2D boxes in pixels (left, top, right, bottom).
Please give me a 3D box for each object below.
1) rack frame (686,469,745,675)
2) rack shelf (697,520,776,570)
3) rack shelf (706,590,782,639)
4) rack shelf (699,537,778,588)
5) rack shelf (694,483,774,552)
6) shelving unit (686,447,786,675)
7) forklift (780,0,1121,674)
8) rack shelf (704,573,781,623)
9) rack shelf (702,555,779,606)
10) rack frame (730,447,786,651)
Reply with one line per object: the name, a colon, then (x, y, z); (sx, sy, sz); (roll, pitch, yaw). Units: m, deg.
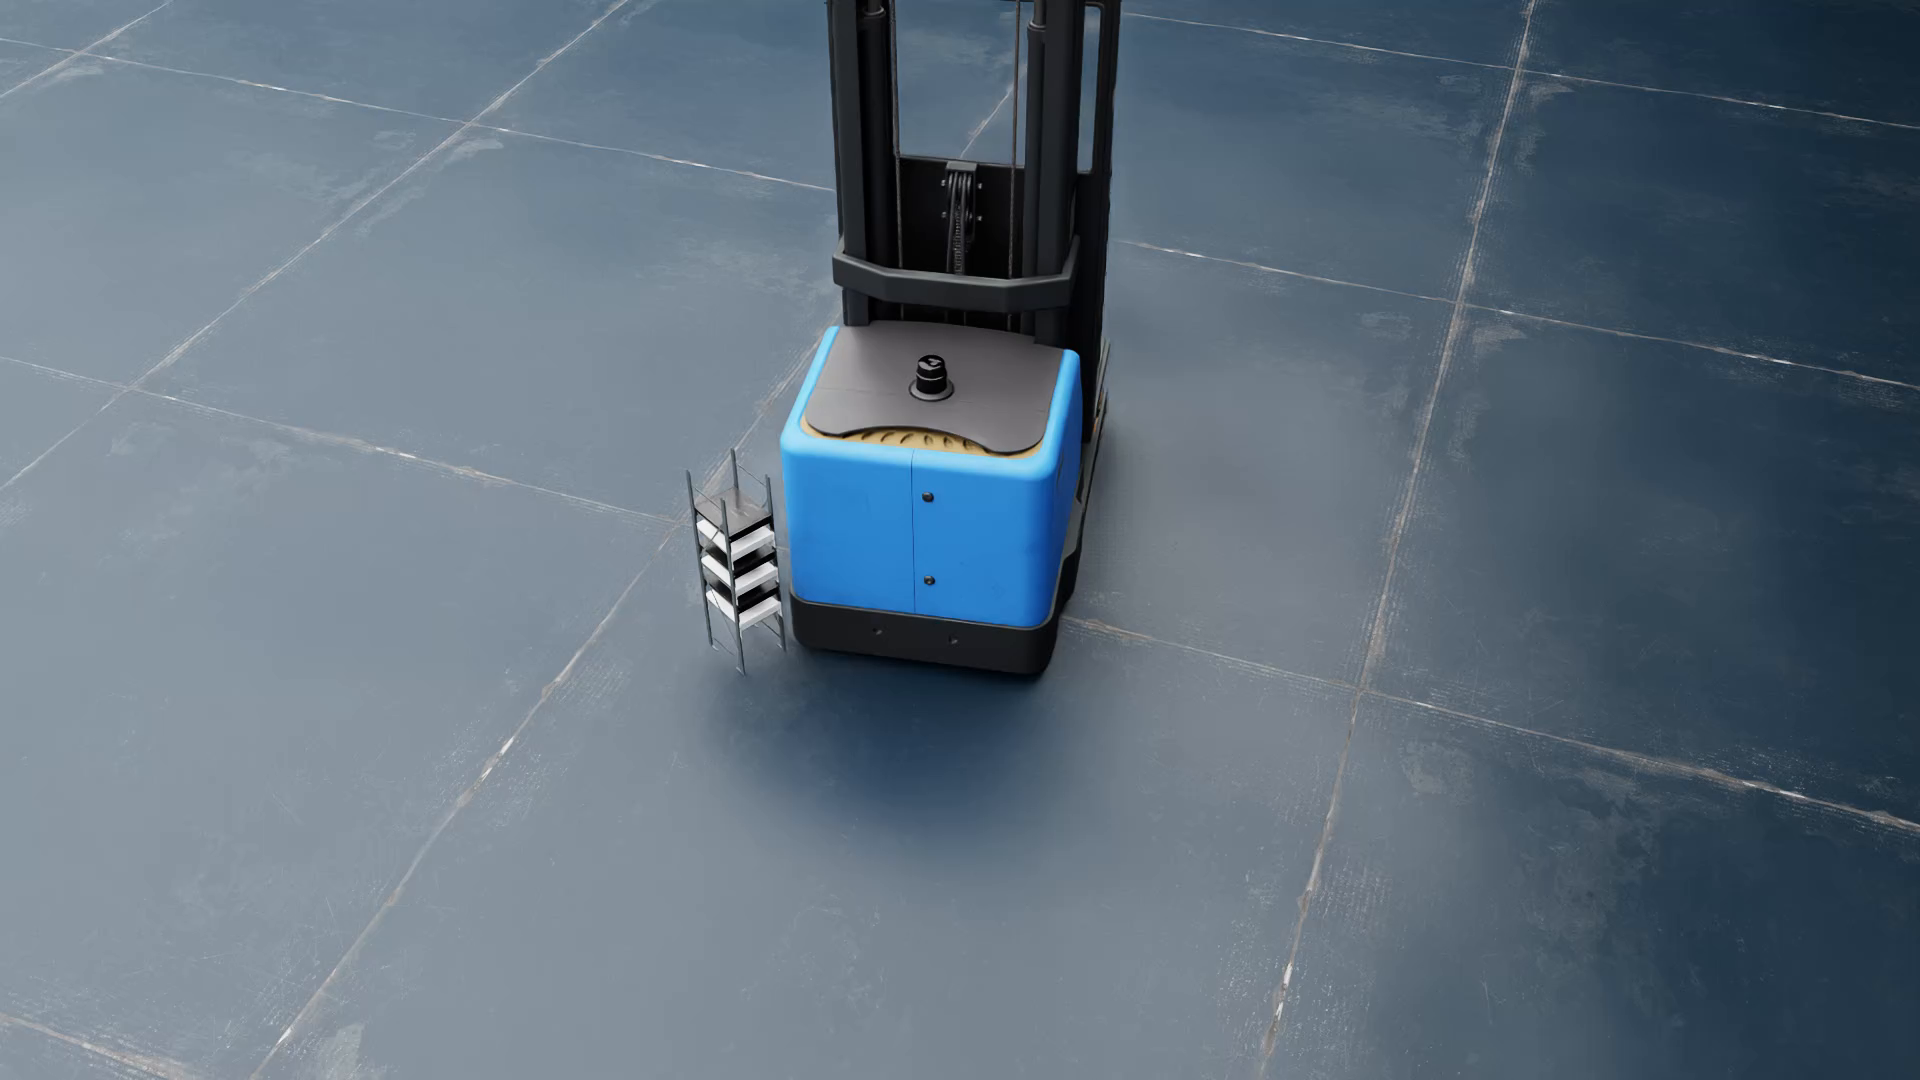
rack frame: (-0.937, 0.138, 6.395); (0.006, 0.900, 0.240); (-30, 49, -30)
rack shelf: (-0.861, -0.017, 6.351); (0.200, 0.077, 0.258); (-30, 49, -30)
rack shelf: (-0.861, 0.256, 6.585); (0.200, 0.077, 0.258); (-30, 49, -30)
rack shelf: (-0.861, 0.051, 6.410); (0.200, 0.077, 0.258); (-30, 49, -30)
rack shelf: (-0.861, -0.086, 6.293); (0.200, 0.077, 0.258); (-30, 49, -30)
shelving unit: (-0.861, 0.094, 6.446); (0.210, 0.900, 0.258); (-30, 49, -30)
forklift: (0.091, -1.551, 6.810); (1.130, 2.935, 3.031); (7, 41, 8)
rack shelf: (-0.861, 0.188, 6.526); (0.200, 0.077, 0.258); (-30, 49, -30)
rack shelf: (-0.861, 0.119, 6.468); (0.200, 0.077, 0.258); (-30, 49, -30)
rack frame: (-0.785, 0.050, 6.498); (0.006, 0.900, 0.240); (-30, 49, -30)
